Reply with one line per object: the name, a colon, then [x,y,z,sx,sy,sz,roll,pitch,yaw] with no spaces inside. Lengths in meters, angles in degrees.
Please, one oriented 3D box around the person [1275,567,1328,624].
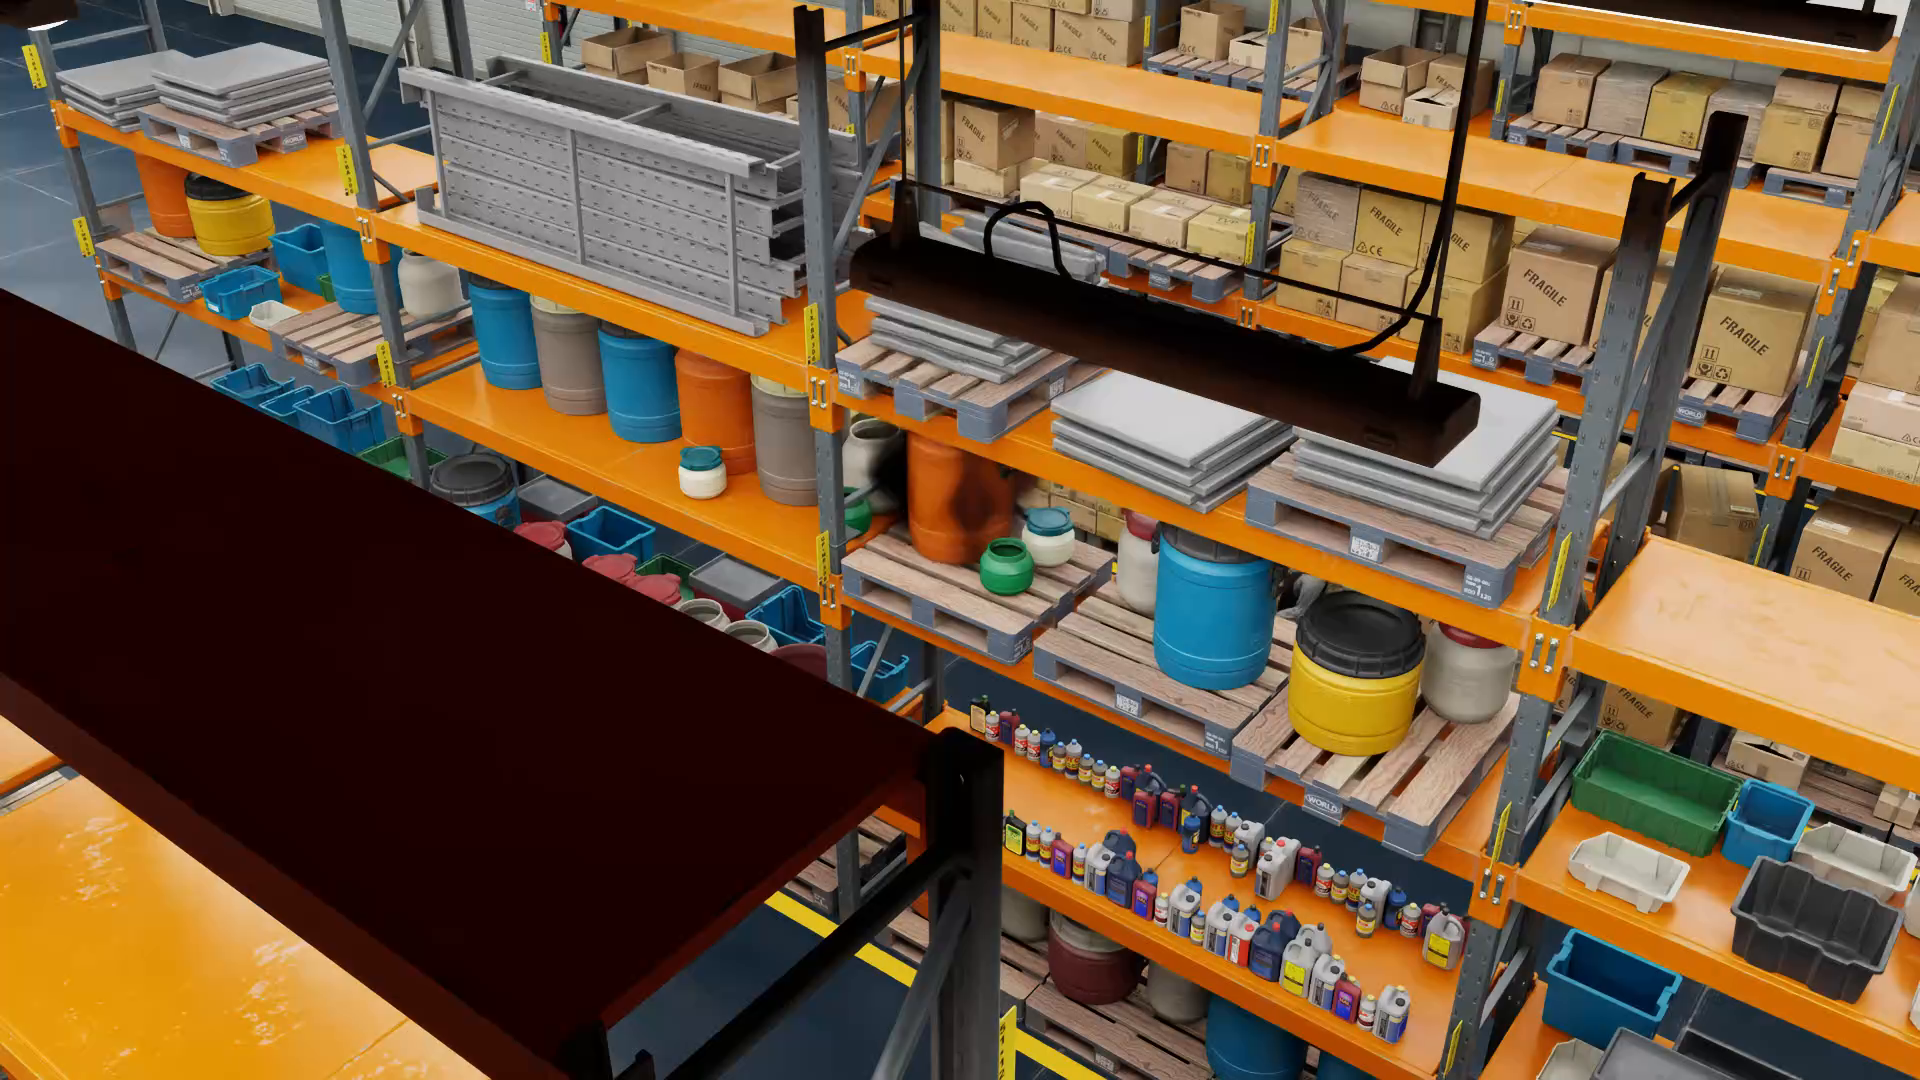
person: [2.546,0.643,12.604,0.983,1.701,0.750,21,37,30]
